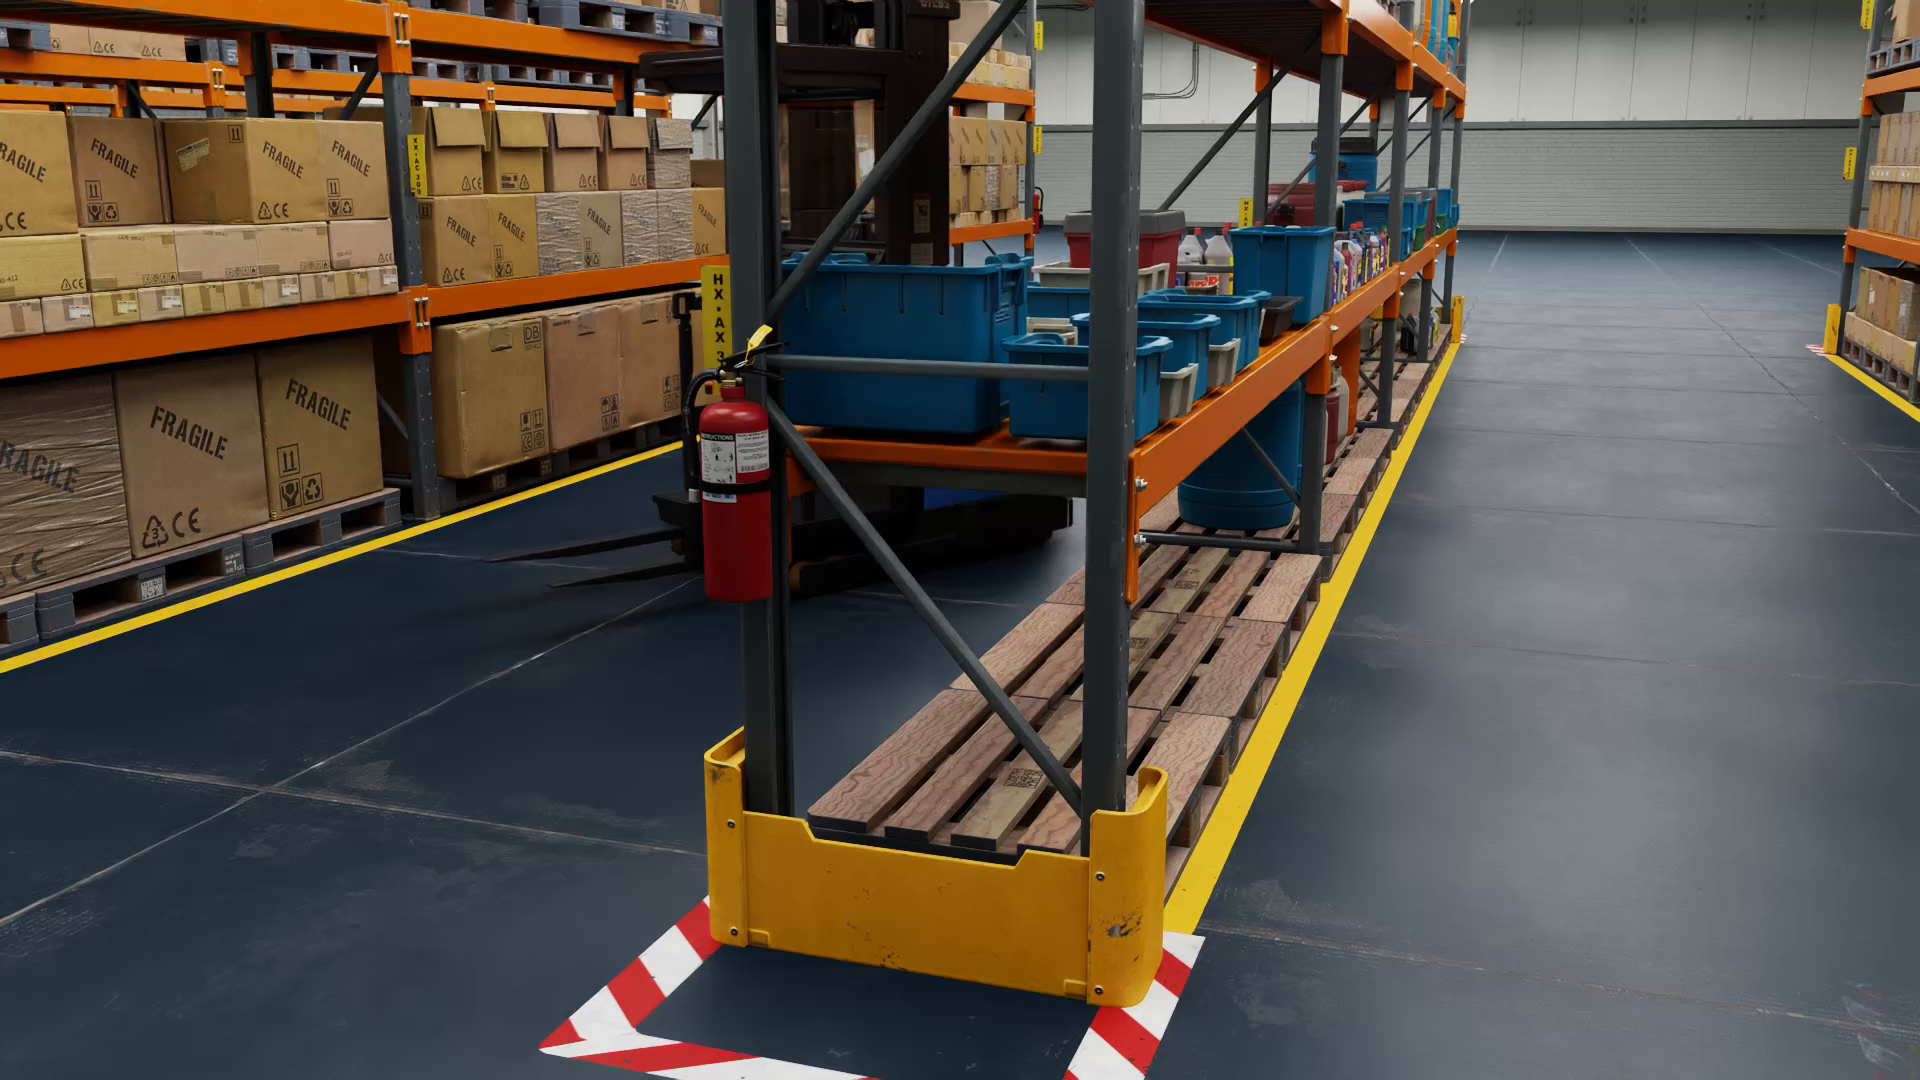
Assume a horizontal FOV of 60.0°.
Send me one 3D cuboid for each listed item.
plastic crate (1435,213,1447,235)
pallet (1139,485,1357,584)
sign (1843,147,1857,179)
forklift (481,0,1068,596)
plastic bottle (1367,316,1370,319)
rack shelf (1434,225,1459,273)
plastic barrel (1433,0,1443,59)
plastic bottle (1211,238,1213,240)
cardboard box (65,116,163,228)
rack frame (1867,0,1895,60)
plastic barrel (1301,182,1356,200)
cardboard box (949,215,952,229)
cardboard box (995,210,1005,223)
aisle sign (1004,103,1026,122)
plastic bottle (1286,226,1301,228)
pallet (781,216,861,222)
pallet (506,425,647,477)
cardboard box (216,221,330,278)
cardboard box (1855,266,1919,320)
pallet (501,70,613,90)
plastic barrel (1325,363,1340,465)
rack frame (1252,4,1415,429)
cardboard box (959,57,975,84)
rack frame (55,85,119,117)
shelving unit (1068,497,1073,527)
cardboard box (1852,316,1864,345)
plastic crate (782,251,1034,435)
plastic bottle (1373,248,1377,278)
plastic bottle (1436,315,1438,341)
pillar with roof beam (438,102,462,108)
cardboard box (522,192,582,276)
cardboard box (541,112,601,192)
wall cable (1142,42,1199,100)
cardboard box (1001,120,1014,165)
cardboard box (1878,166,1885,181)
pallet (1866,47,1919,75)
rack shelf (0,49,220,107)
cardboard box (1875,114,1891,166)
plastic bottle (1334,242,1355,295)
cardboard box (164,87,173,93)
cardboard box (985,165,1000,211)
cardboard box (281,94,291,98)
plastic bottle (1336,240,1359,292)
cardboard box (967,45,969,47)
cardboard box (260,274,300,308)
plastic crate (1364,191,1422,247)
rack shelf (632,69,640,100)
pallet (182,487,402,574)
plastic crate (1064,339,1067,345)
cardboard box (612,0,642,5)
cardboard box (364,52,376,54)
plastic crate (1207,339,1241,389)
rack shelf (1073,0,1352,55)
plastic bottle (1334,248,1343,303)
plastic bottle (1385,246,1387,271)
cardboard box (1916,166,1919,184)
[{"bbox_3d":[4.514,-3.098,16.298,0.450,0.188,0.662,4,14,18],"label":"plastic crate"},{"bbox_3d":[1.508,-0.052,8.740,1.003,0.211,1.213,4,14,18],"label":"pallet"},{"bbox_3d":[9.264,-3.923,17.311,0.100,0.325,0.005,4,14,18],"label":"sign"},{"bbox_3d":[-0.848,-1.294,8.072,3.031,2.935,1.130,-11,17,-41],"label":"forklift"},{"bbox_3d":[4.067,-2.118,16.640,0.061,0.283,0.133,4,14,18],"label":"plastic bottle"},{"bbox_3d":[4.455,-3.007,17.036,1.077,0.370,4.000,4,14,18],"label":"rack shelf"},{"bbox_3d":[3.637,-4.383,13.581,0.600,0.901,0.600,0,13,0],"label":"plastic barrel"},{"bbox_3d":[1.441,-1.558,9.351,0.152,0.276,0.135,4,14,18],"label":"plastic bottle"},{"bbox_3d":[-4.195,-1.750,7.899,0.500,0.500,0.500,4,13,17],"label":"cardboard box"},{"bbox_3d":[9.787,-6.346,16.568,1.000,3.000,0.127,4,14,18],"label":"rack frame"},{"bbox_3d":[2.913,-2.571,13.207,0.433,0.535,0.433,0,13,0],"label":"plastic barrel"},{"bbox_3d":[-0.305,-3.354,17.504,0.380,0.149,0.250,4,14,18],"label":"cardboard box"},{"bbox_3d":[0.309,-3.777,19.360,0.380,0.149,0.250,4,14,18],"label":"cardboard box"},{"bbox_3d":[0.719,-5.394,20.037,0.394,0.787,0.004,4,14,18],"label":"aisle sign"},{"bbox_3d":[2.211,-1.955,11.090,0.152,0.276,0.135,4,14,18],"label":"plastic bottle"},{"bbox_3d":[-1.571,-2.777,14.844,1.003,0.211,1.213,4,14,18],"label":"pallet"},{"bbox_3d":[-2.896,-0.675,11.469,1.003,0.211,1.213,4,14,18],"label":"pallet"},{"bbox_3d":[-3.527,-1.459,8.309,0.500,0.250,0.500,5,14,20],"label":"cardboard box"},{"bbox_3d":[9.243,-2.448,16.525,0.500,0.500,0.500,4,14,18],"label":"cardboard box"},{"bbox_3d":[-4.868,-5.518,19.881,1.003,0.211,1.213,4,14,18],"label":"pallet"},{"bbox_3d":[2.006,-0.781,10.144,0.600,0.588,0.708,4,14,18],"label":"plastic barrel"},{"bbox_3d":[2.513,-2.094,11.421,1.000,3.000,0.127,4,14,18],"label":"rack frame"},{"bbox_3d":[-0.154,-4.974,17.635,0.500,0.250,0.500,4,13,16],"label":"cardboard box"},{"bbox_3d":[-10.256,-4.006,19.800,1.000,3.000,0.127,4,14,18],"label":"rack frame"},{"bbox_3d":[0.473,-0.519,9.237,0.210,0.900,0.258,-11,17,-41],"label":"shelving unit"},{"bbox_3d":[9.245,-2.083,16.607,0.500,0.250,0.500,4,14,18],"label":"cardboard box"},{"bbox_3d":[-0.144,-0.540,4.399,0.616,0.435,0.499,4,14,18],"label":"plastic crate"},{"bbox_3d":[2.499,-1.707,10.173,0.097,0.201,0.097,0,13,0],"label":"plastic bottle"},{"bbox_3d":[4.770,-2.166,16.871,0.152,0.276,0.135,4,13,17],"label":"plastic bottle"},{"bbox_3d":[-6.782,-10.265,33.738,9.100,9.000,0.400,4,14,18],"label":"pillar with roof beam"},{"bbox_3d":[-2.758,-1.947,10.554,0.500,0.500,0.500,4,13,17],"label":"cardboard box"},{"bbox_3d":[-2.849,-2.557,10.970,0.797,0.503,0.637,5,14,20],"label":"cardboard box"},{"bbox_3d":[6.151,-15.861,50.614,2.305,6.003,0.169,4,14,18],"label":"wall cable"},{"bbox_3d":[0.315,-4.577,19.160,0.500,0.500,0.500,4,14,18],"label":"cardboard box"},{"bbox_3d":[9.292,-3.611,16.384,0.380,0.149,0.250,4,14,19],"label":"cardboard box"},{"bbox_3d":[9.534,-4.693,16.267,1.003,0.211,1.213,4,14,18],"label":"pallet"},{"bbox_3d":[-7.481,-3.520,12.543,1.077,0.370,4.000,4,14,18],"label":"rack shelf"},{"bbox_3d":[9.607,-3.994,16.604,0.700,0.500,0.500,4,14,19],"label":"cardboard box"},{"bbox_3d":[2.029,-1.456,8.906,0.152,0.276,0.135,4,14,18],"label":"plastic bottle"},{"bbox_3d":[-9.810,-5.505,20.191,0.380,0.149,0.250,4,14,18],"label":"cardboard box"},{"bbox_3d":[-0.040,-3.999,18.874,0.875,0.500,0.500,4,14,18],"label":"cardboard box"},{"bbox_3d":[-9.125,-5.936,22.079,0.380,0.149,0.250,4,14,19],"label":"cardboard box"},{"bbox_3d":[2.104,-1.505,9.120,0.152,0.276,0.135,4,14,18],"label":"plastic bottle"},{"bbox_3d":[-0.096,-5.200,17.730,0.380,0.149,0.250,4,13,17],"label":"cardboard box"},{"bbox_3d":[-3.506,-1.236,8.226,0.380,0.149,0.250,5,14,19],"label":"cardboard box"},{"bbox_3d":[3.326,-2.443,12.808,0.402,0.464,0.583,4,14,18],"label":"plastic crate"},{"bbox_3d":[-1.526,-3.983,14.575,1.077,0.370,4.000,4,14,18],"label":"rack shelf"},{"bbox_3d":[-3.788,-0.094,8.927,1.003,0.211,1.213,4,14,18],"label":"pallet"},{"bbox_3d":[0.125,-0.555,5.136,0.396,0.136,0.243,4,14,18],"label":"plastic crate"},{"bbox_3d":[-2.498,-3.845,11.183,0.500,0.500,0.500,5,14,21],"label":"cardboard box"},{"bbox_3d":[-5.731,-5.038,16.748,0.500,0.250,0.500,4,14,18],"label":"cardboard box"},{"bbox_3d":[0.718,-0.543,5.083,0.250,0.136,0.298,4,14,18],"label":"plastic crate"},{"bbox_3d":[0.572,-1.942,5.633,1.077,0.370,4.000,4,14,18],"label":"rack shelf"},{"bbox_3d":[1.848,-1.338,8.389,0.152,0.276,0.135,4,14,18],"label":"plastic bottle"},{"bbox_3d":[2.731,-1.858,10.835,0.097,0.201,0.097,0,13,0],"label":"plastic bottle"},{"bbox_3d":[8.709,-3.231,14.718,0.380,0.149,0.250,4,14,18],"label":"cardboard box"}]
